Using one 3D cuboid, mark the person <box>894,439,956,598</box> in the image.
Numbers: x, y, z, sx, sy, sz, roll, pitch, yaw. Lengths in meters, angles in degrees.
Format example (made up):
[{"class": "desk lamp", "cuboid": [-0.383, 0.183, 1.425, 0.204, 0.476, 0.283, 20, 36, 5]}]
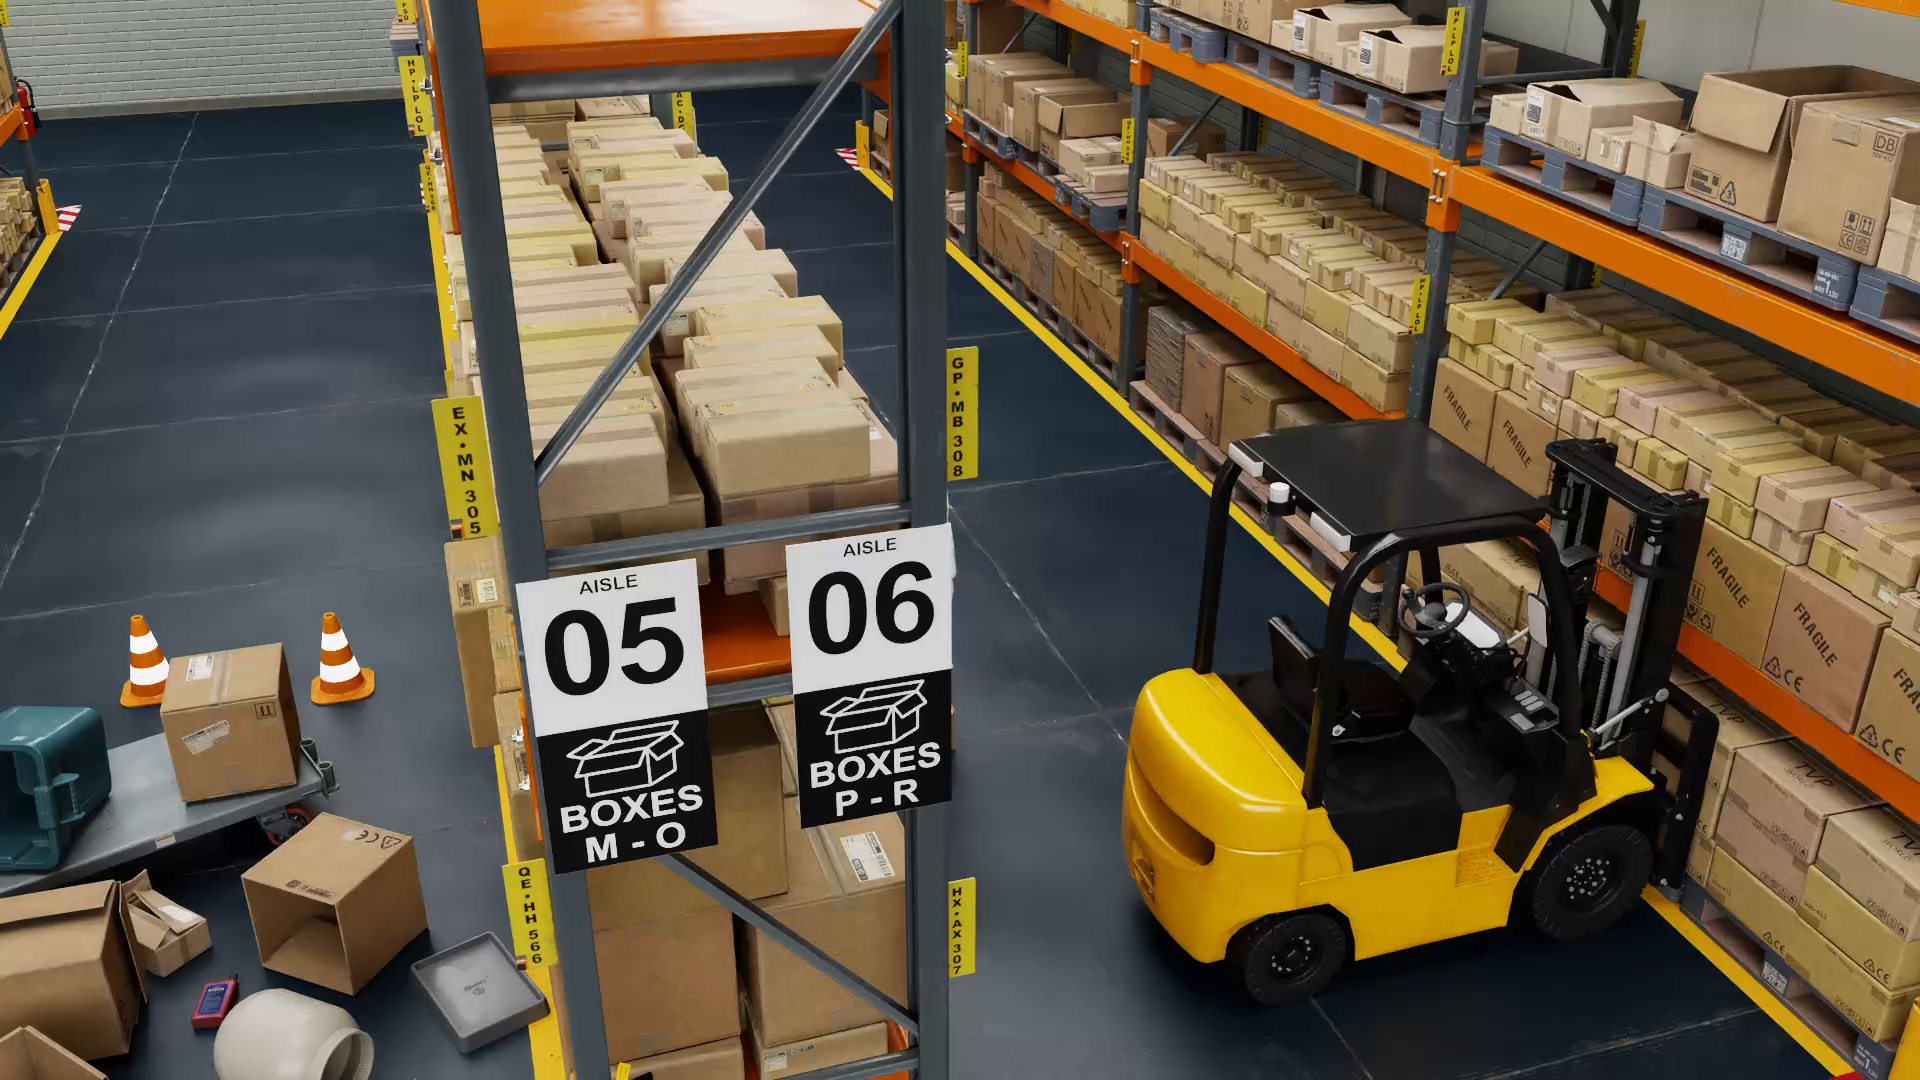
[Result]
[{"class": "person", "cuboid": [-0.272, 0.228, 8.654, 0.525, 1.663, 0.374, -9, 28, -17]}]
